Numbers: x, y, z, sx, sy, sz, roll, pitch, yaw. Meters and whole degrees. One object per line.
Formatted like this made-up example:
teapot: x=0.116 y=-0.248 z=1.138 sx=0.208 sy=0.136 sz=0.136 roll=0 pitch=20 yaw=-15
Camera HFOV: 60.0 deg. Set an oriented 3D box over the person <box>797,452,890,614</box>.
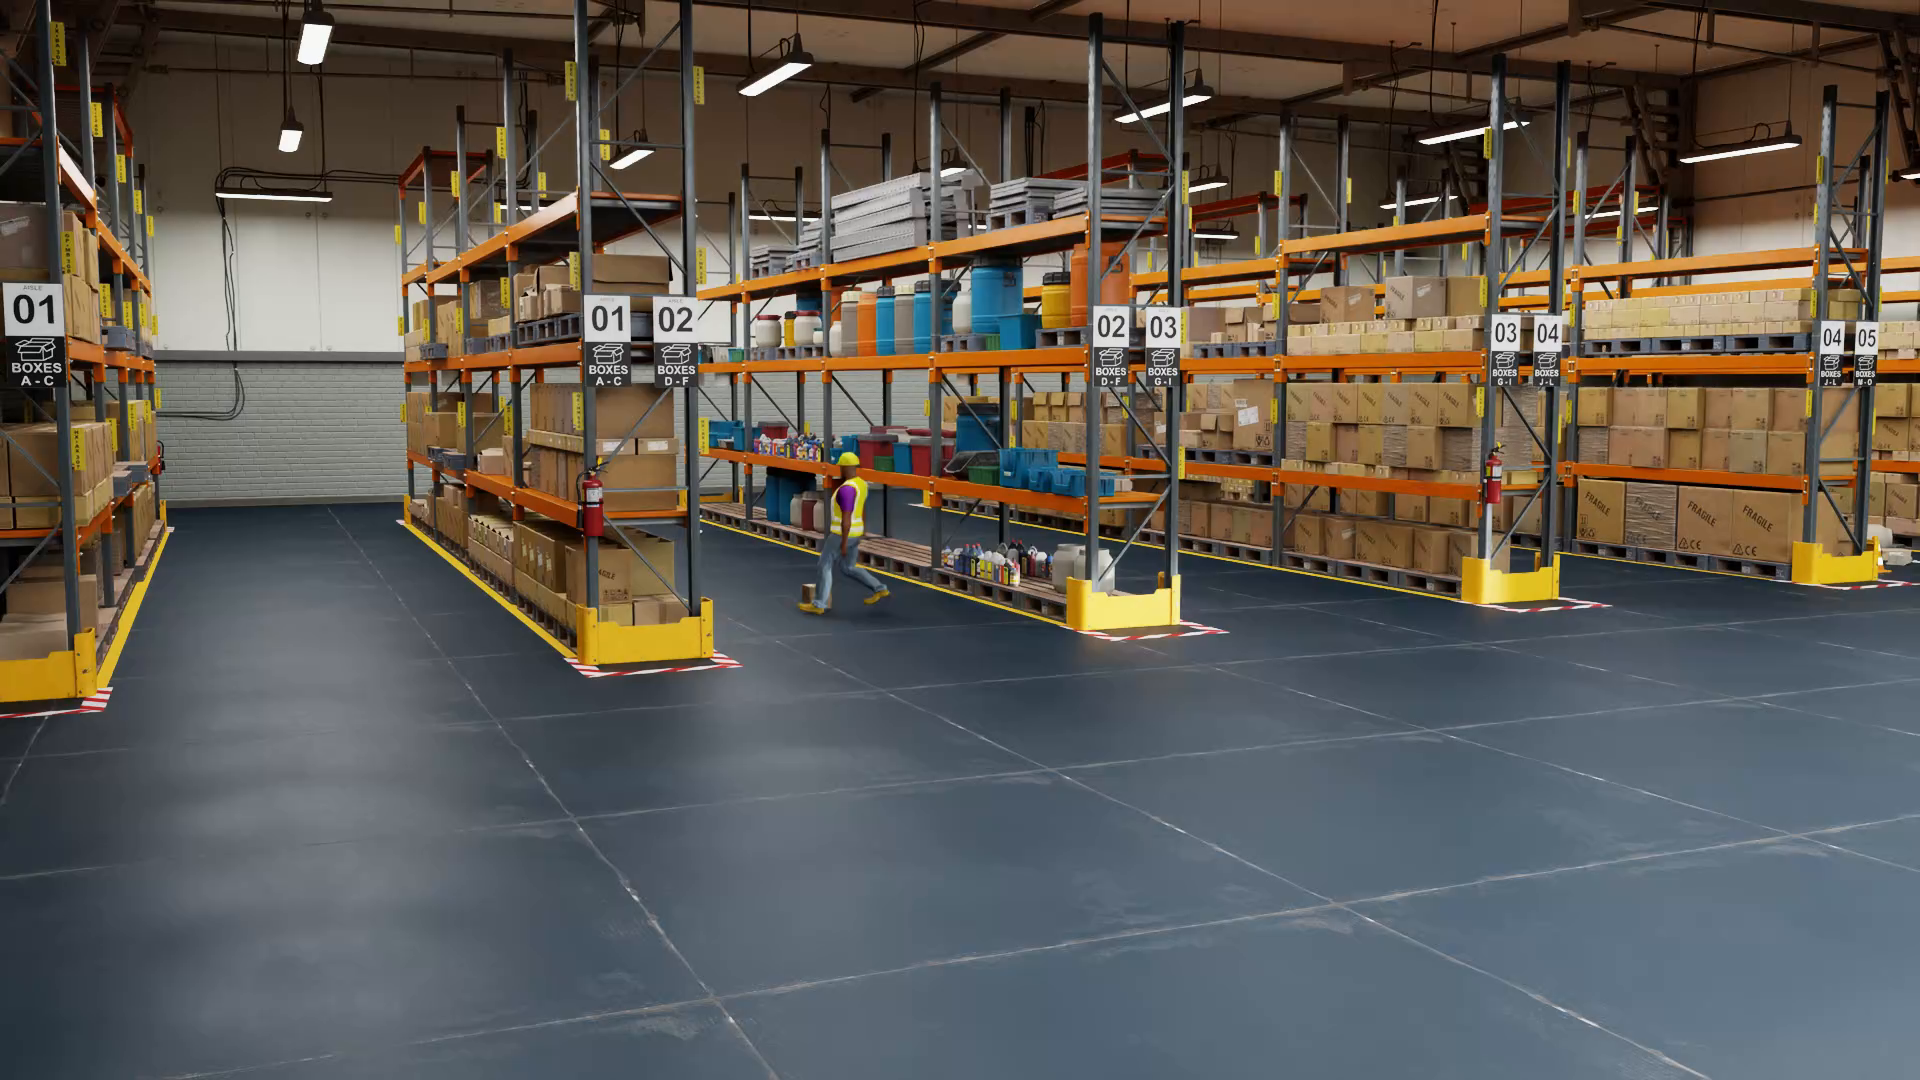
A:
person: x=-1.249 y=-0.074 z=17.659 sx=0.959 sy=1.724 sz=0.589 roll=2 pitch=6 yaw=17
